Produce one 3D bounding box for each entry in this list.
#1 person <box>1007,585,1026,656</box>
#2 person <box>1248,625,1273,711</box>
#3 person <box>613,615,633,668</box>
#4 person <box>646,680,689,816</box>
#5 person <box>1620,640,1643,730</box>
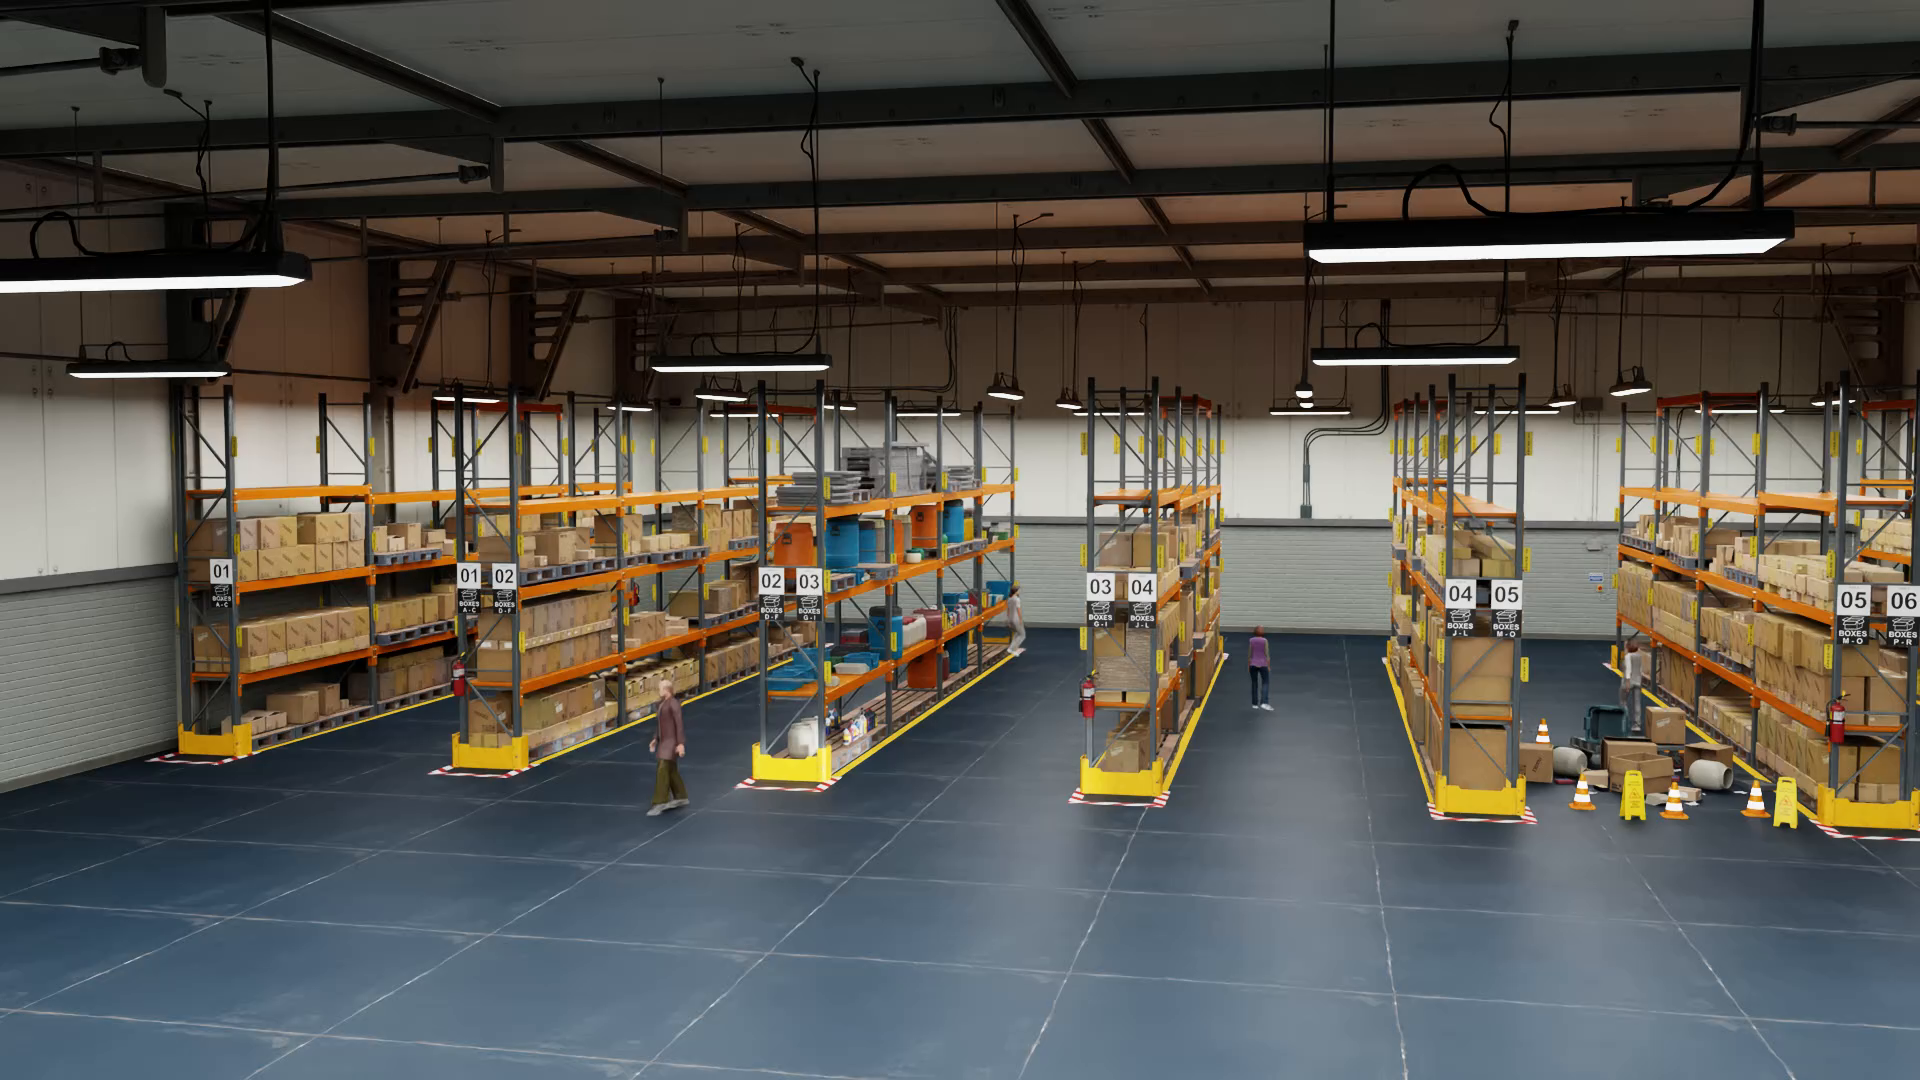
[{"bbox_3d":[1.264,1.845,38.183,0.545,1.619,0.475,-2,4,-34],"label":"person"},{"bbox_3d":[5.732,2.435,31.699,0.528,1.613,0.414,2,4,25],"label":"person"},{"bbox_3d":[-7.286,2.188,35.992,0.571,1.632,0.558,1,3,11],"label":"person"},{"bbox_3d":[-4.071,2.841,22.962,0.693,1.807,0.662,-1,3,-23],"label":"person"},{"bbox_3d":[11.885,2.580,29.349,0.411,1.616,0.630,0,3,-3],"label":"person"}]
